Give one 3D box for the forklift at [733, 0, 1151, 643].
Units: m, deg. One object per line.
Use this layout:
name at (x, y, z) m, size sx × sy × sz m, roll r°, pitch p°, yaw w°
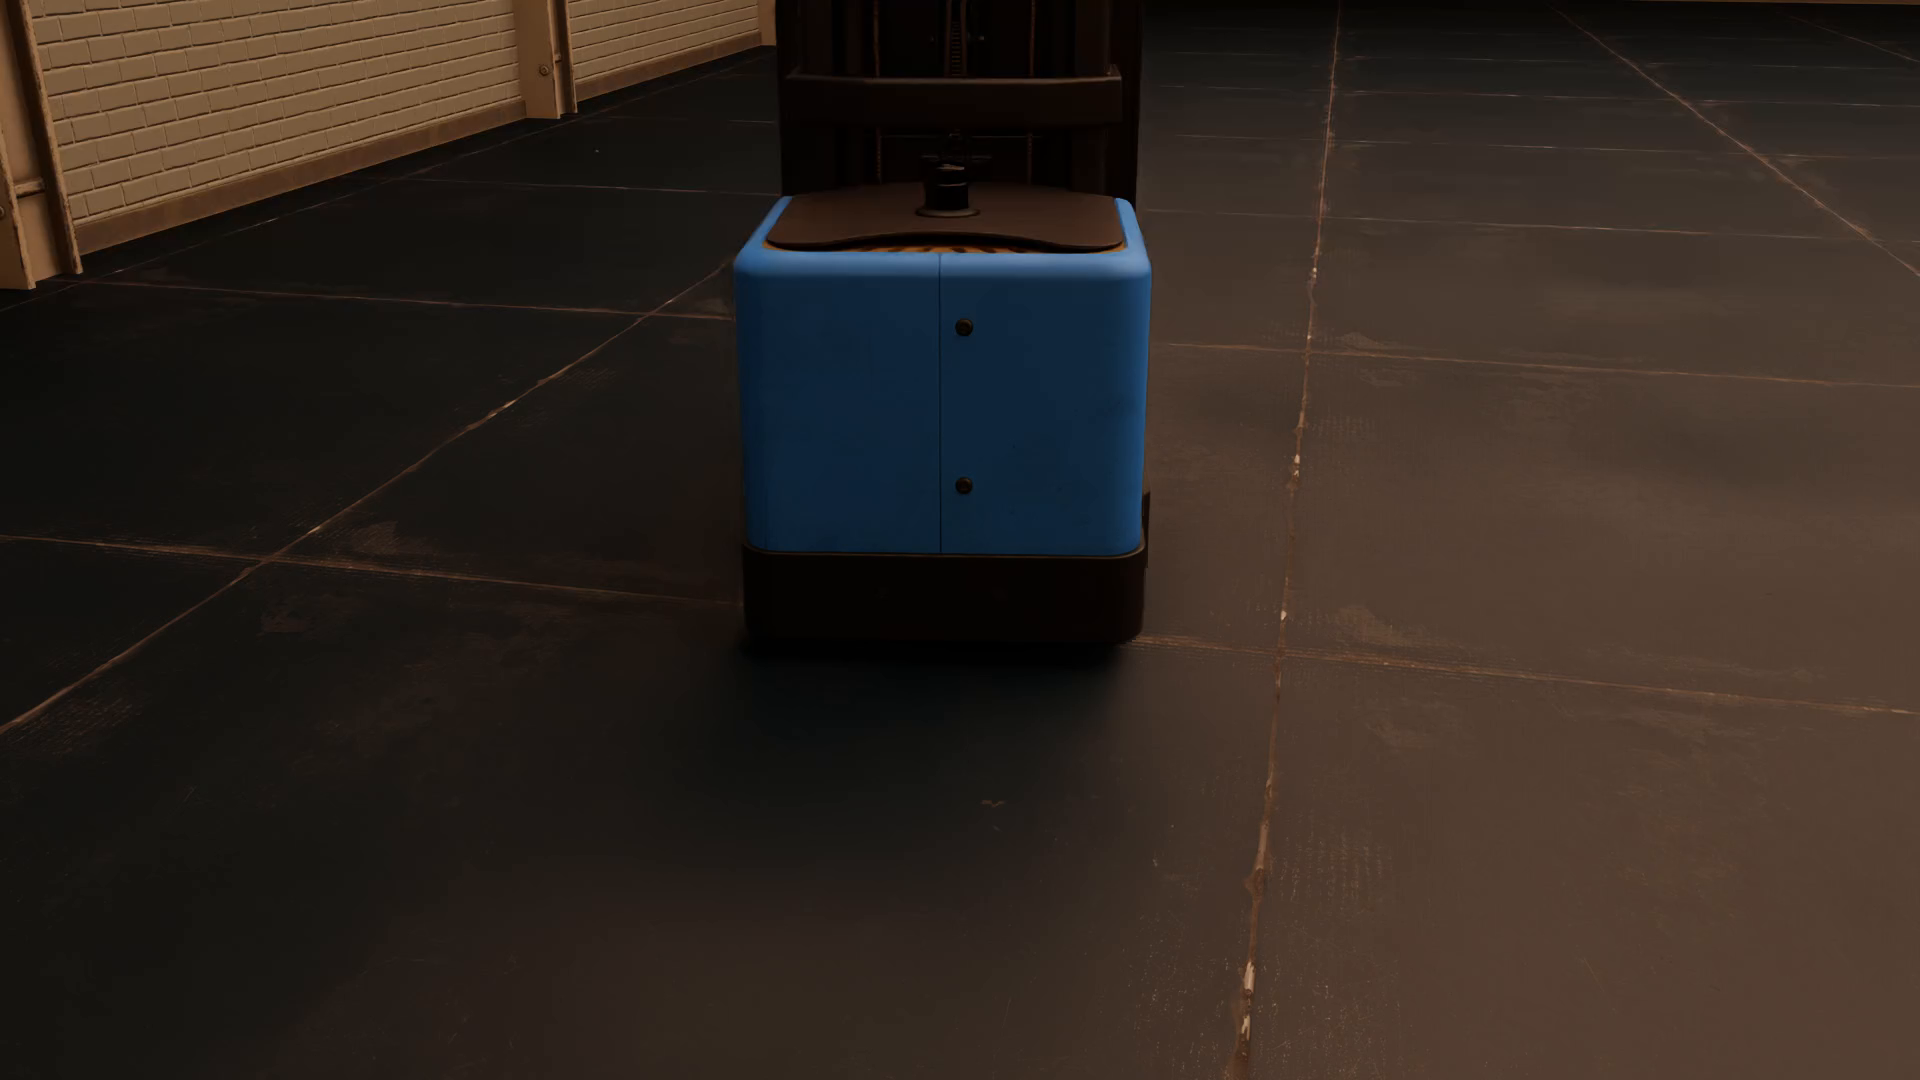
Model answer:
forklift at (0.007, -1.599, 5.189) m, size 1.130 × 2.935 × 3.031 m, roll 1°, pitch 22°, yaw 2°
